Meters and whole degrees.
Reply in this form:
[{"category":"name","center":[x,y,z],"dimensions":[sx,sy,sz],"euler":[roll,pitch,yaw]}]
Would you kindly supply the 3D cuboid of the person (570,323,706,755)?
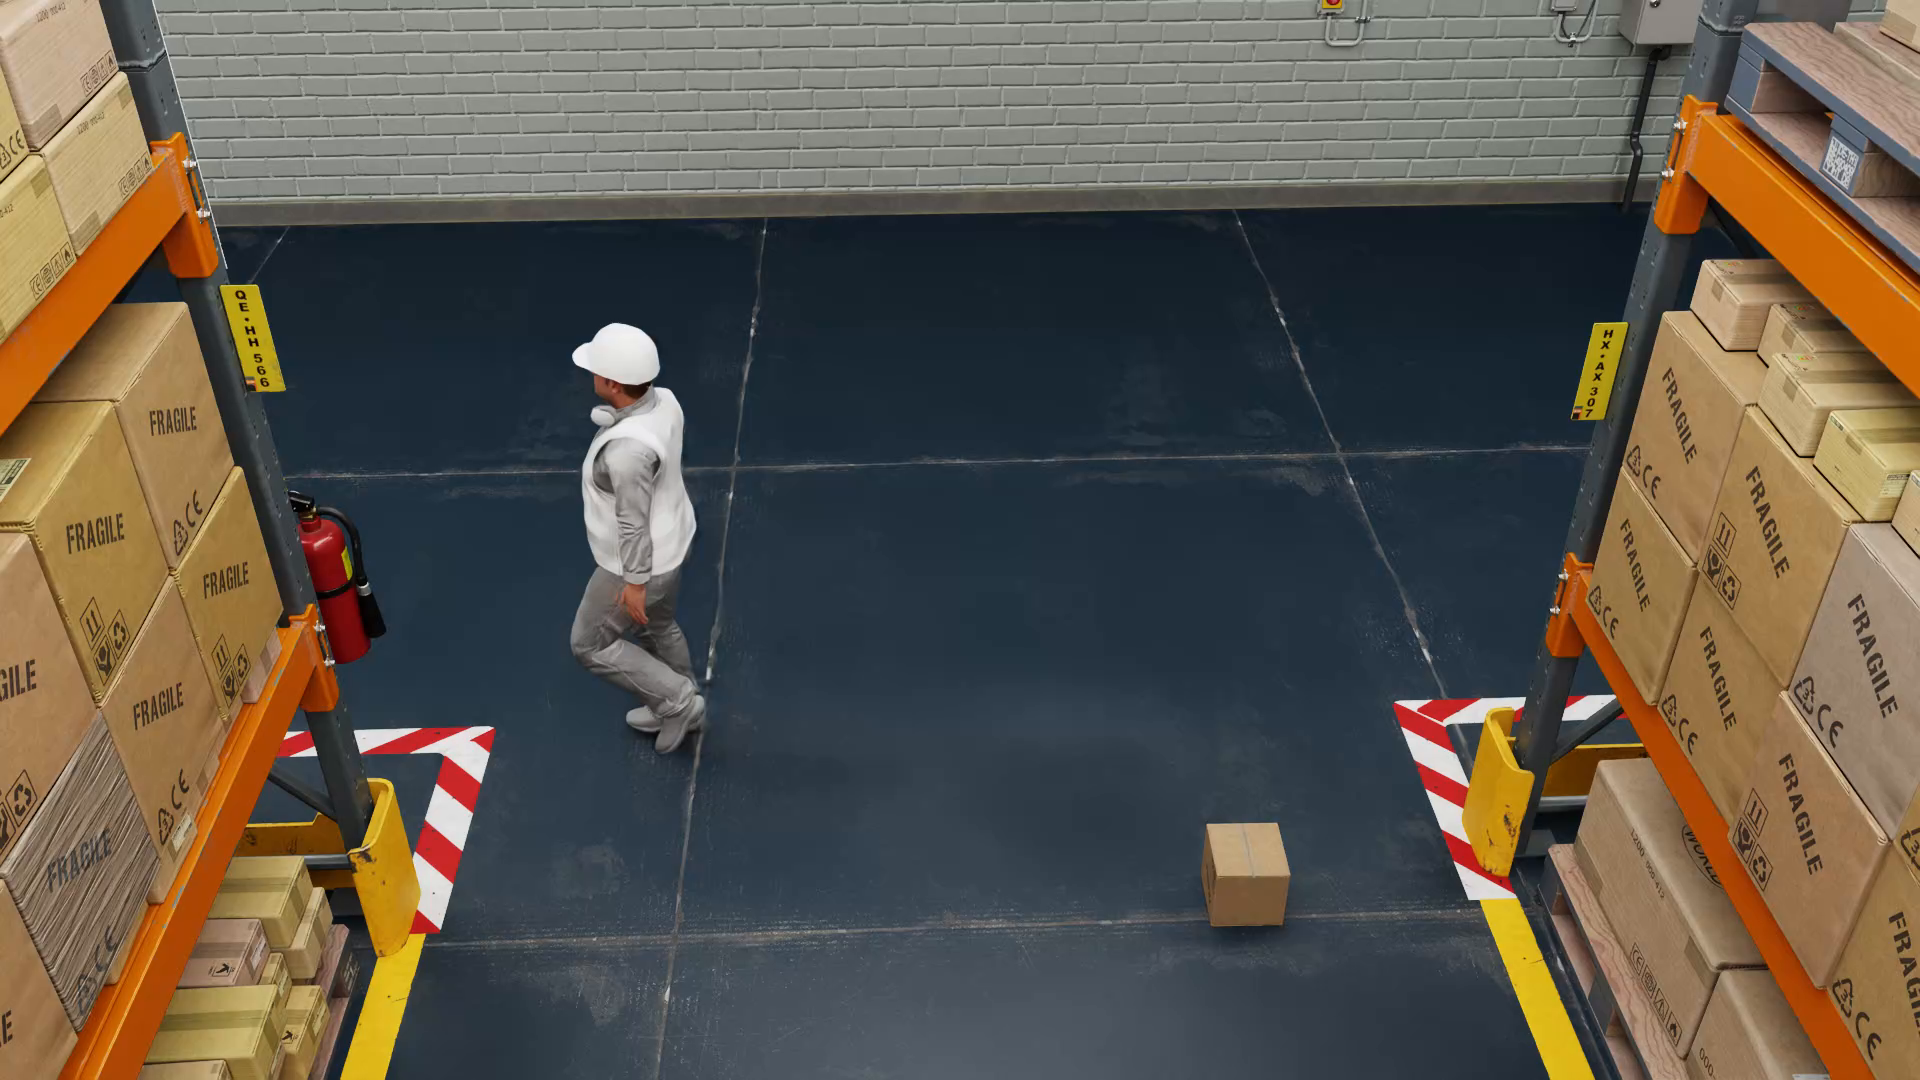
[{"category":"person","center":[-1.184,0.010,6.056],"dimensions":[0.462,1.768,0.573],"euler":[4,35,6]}]
